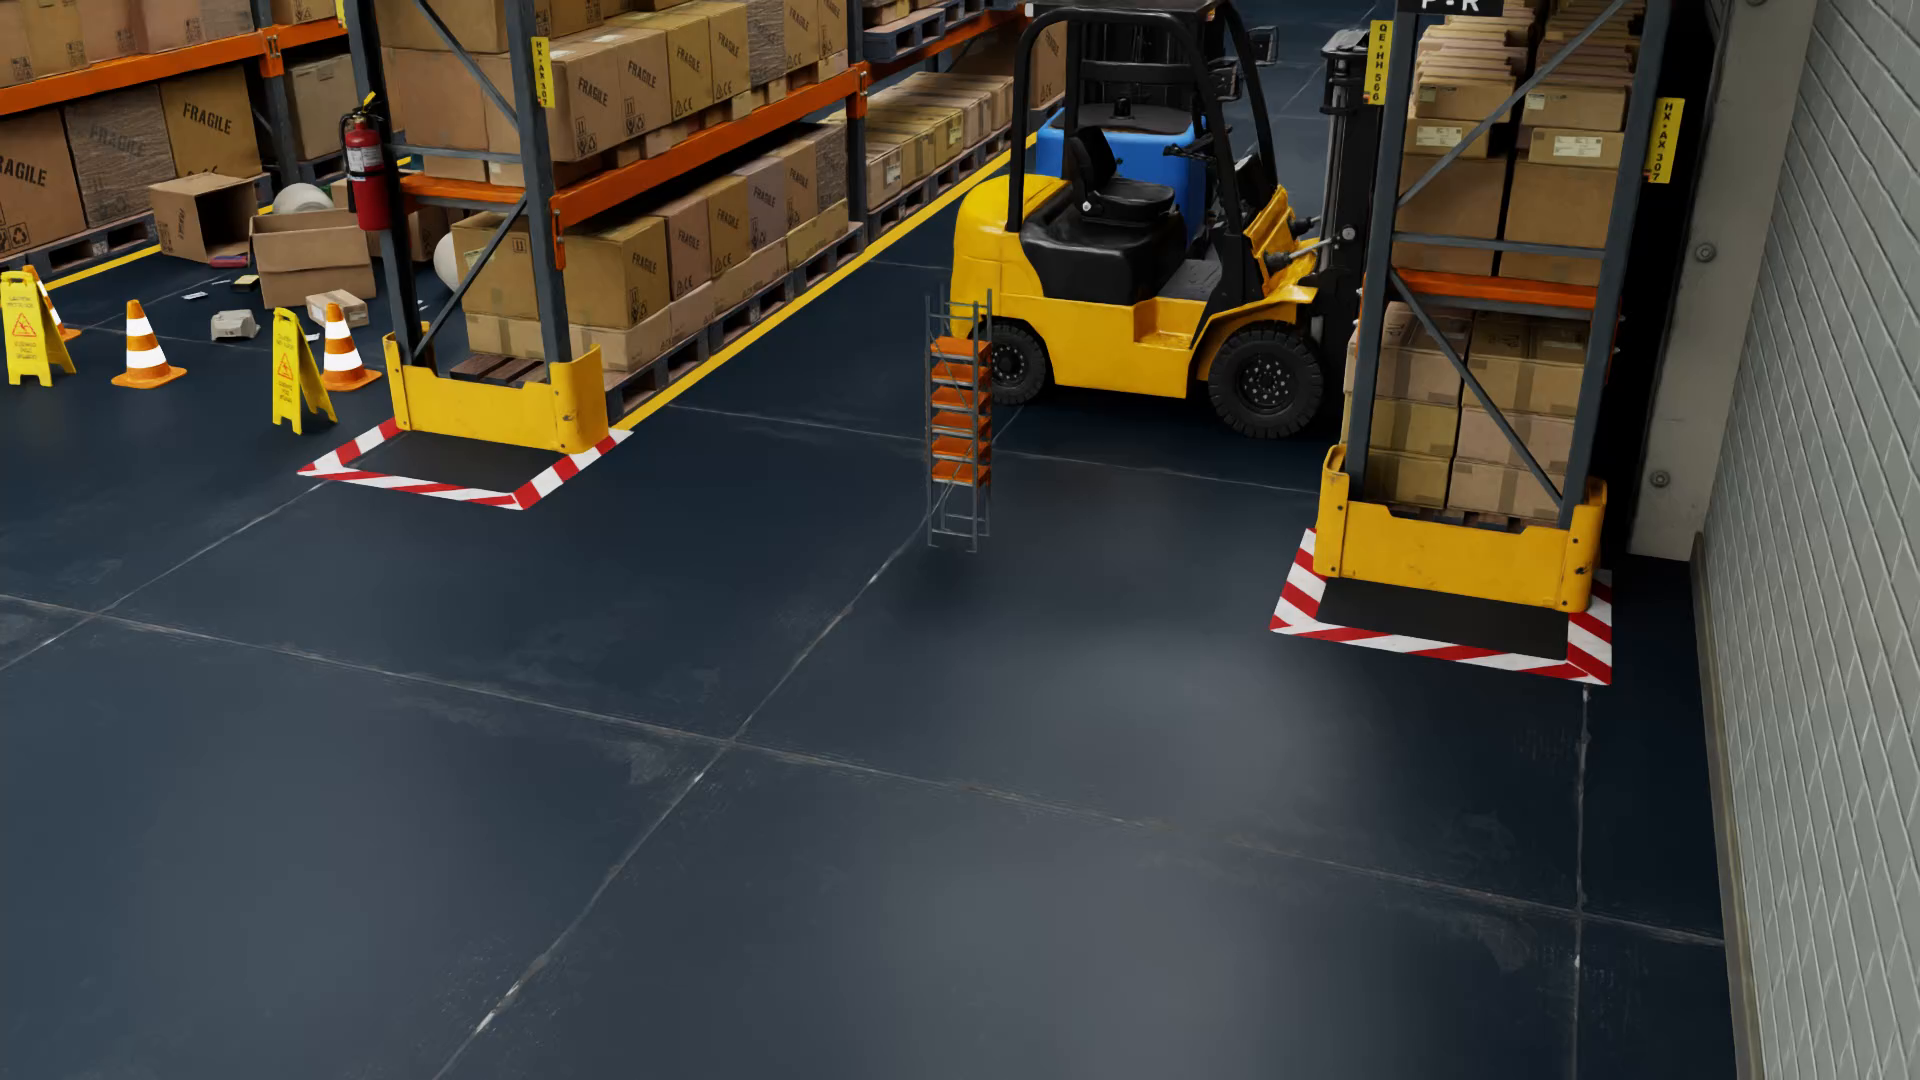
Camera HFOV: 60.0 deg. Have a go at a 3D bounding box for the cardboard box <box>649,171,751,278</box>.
[{"bbox_3d":[-1.616,-1.924,10.095,0.500,0.500,0.500,9,27,18],"label":"cardboard box"}]

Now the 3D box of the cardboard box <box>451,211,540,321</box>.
[{"bbox_3d":[-2.477,-1.569,9.362,0.500,0.500,0.500,9,27,18],"label":"cardboard box"}]

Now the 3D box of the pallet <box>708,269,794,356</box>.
[{"bbox_3d":[-1.761,-1.518,10.643,1.003,0.211,1.213,9,27,17],"label":"pallet"}]

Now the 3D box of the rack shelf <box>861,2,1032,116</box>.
[{"bbox_3d":[-0.501,-4.055,13.509,1.077,0.370,4.000,9,27,17],"label":"rack shelf"}]

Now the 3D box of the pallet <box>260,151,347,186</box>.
[{"bbox_3d":[-5.682,-3.306,14.337,1.003,0.211,1.213,9,27,17],"label":"pallet"}]

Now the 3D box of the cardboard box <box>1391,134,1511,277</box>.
[{"bbox_3d":[2.101,-1.480,7.251,0.500,0.500,0.500,8,27,16],"label":"cardboard box"}]

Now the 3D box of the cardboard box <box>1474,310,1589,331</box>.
[{"bbox_3d":[2.686,-0.973,7.842,0.500,0.250,0.500,9,27,18],"label":"cardboard box"}]

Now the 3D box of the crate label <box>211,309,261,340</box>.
[{"bbox_3d":[-4.527,-1.342,10.365,0.250,0.136,0.298,-5,26,-9],"label":"crate label"}]

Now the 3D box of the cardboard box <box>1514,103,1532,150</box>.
[{"bbox_3d":[2.564,-1.745,7.052,0.380,0.149,0.250,9,27,17],"label":"cardboard box"}]

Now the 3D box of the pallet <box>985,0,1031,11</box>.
[{"bbox_3d":[0.028,-4.806,14.455,1.213,0.211,1.003,9,27,17],"label":"pallet"}]

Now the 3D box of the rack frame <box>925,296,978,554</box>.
[{"bbox_3d":[-0.035,-0.496,7.399,0.240,1.200,0.006,9,27,17],"label":"rack frame"}]

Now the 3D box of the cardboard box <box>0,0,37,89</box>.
[{"bbox_3d":[-6.651,-3.257,10.863,0.875,0.550,0.550,9,27,17],"label":"cardboard box"}]

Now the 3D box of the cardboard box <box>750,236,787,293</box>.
[{"bbox_3d":[-1.451,-1.798,10.695,0.500,0.250,0.500,9,27,18],"label":"cardboard box"}]

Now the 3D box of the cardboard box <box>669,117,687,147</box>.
[{"bbox_3d":[-1.771,-2.322,9.392,0.380,0.149,0.250,9,27,19],"label":"cardboard box"}]

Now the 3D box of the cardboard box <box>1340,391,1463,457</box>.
[{"bbox_3d":[2.052,-0.617,7.682,0.500,0.250,0.500,8,27,17],"label":"cardboard box"}]

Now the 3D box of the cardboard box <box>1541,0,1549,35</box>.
[{"bbox_3d":[3.778,-3.657,11.459,0.500,0.250,0.500,9,27,18],"label":"cardboard box"}]

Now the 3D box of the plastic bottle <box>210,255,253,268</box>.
[{"bbox_3d":[-5.125,-1.965,11.738,0.283,0.061,0.133,0,26,-1],"label":"plastic bottle"}]

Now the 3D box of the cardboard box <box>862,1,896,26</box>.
[{"bbox_3d":[-0.684,-3.814,11.993,0.380,0.149,0.250,9,27,18],"label":"cardboard box"}]

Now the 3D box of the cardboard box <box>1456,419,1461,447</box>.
[{"bbox_3d":[2.218,-0.588,8.197,0.500,0.250,0.500,9,27,17],"label":"cardboard box"}]

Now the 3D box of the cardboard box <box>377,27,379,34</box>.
[{"bbox_3d":[-5.112,-4.457,15.612,1.050,0.750,0.750,9,27,18],"label":"cardboard box"}]

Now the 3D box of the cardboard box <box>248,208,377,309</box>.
[{"bbox_3d":[-4.300,-1.879,11.053,0.797,0.503,0.637,-9,27,-18],"label":"cardboard box"}]

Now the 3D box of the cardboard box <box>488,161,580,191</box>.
[{"bbox_3d":[-2.189,-1.910,8.541,0.380,0.149,0.250,9,27,18],"label":"cardboard box"}]

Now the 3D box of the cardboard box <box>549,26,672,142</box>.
[{"bbox_3d":[-1.909,-2.460,8.933,0.500,0.500,0.500,10,27,19],"label":"cardboard box"}]

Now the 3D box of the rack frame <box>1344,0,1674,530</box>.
[{"bbox_3d":[2.185,-1.195,6.776,1.000,3.000,0.127,9,27,17],"label":"rack frame"}]

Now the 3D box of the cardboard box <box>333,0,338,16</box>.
[{"bbox_3d":[-5.272,-4.663,13.824,0.500,0.500,0.500,9,27,18],"label":"cardboard box"}]

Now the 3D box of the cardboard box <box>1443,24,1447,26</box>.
[{"bbox_3d":[2.865,-2.775,9.179,0.380,0.149,0.250,9,27,19],"label":"cardboard box"}]

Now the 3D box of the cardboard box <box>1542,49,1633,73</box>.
[{"bbox_3d":[2.788,-2.086,7.415,0.380,0.149,0.250,9,27,18],"label":"cardboard box"}]

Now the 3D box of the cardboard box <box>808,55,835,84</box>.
[{"bbox_3d":[-1.062,-3.164,11.132,0.380,0.149,0.250,9,27,19],"label":"cardboard box"}]

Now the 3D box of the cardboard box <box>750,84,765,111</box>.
[{"bbox_3d":[-1.434,-2.749,10.274,0.380,0.149,0.250,8,27,17],"label":"cardboard box"}]

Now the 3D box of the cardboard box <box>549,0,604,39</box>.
[{"bbox_3d":[-2.358,-2.991,8.882,0.700,0.500,0.500,9,27,18],"label":"cardboard box"}]

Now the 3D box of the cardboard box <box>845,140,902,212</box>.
[{"bbox_3d":[-0.994,-2.779,12.582,0.950,0.372,0.625,9,27,18],"label":"cardboard box"}]

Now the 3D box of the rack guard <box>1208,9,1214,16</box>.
[{"bbox_3d":[2.835,-7.373,22.405,1.175,0.500,0.348,9,27,17],"label":"rack guard"}]

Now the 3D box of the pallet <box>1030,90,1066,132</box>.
[{"bbox_3d":[0.498,-4.259,16.304,1.003,0.211,1.213,9,27,17],"label":"pallet"}]

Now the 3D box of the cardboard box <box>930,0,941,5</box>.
[{"bbox_3d":[-0.362,-4.244,12.880,0.380,0.149,0.250,9,27,18],"label":"cardboard box"}]

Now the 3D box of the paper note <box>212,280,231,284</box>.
[{"bbox_3d":[-5.058,-1.766,11.385,0.123,0.001,0.032,-20,33,-36],"label":"paper note"}]

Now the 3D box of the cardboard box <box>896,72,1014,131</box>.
[{"bbox_3d":[-0.033,-3.977,15.054,0.950,0.372,0.625,7,27,14],"label":"cardboard box"}]

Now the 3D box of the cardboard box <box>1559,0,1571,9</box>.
[{"bbox_3d":[3.497,-2.927,9.153,0.380,0.149,0.250,8,27,17],"label":"cardboard box"}]

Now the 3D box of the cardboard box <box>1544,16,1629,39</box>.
[{"bbox_3d":[3.124,-2.514,8.299,0.380,0.149,0.250,10,27,19],"label":"cardboard box"}]

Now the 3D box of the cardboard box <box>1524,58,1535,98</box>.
[{"bbox_3d":[2.797,-2.315,8.974,0.500,0.500,0.500,8,27,17],"label":"cardboard box"}]

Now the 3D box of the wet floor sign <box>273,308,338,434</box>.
[{"bbox_3d":[-3.570,-0.931,8.932,0.267,0.644,0.232,20,32,35],"label":"wet floor sign"}]

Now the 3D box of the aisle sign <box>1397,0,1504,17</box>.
[{"bbox_3d":[1.886,-2.381,6.242,0.394,0.787,0.004,9,27,17],"label":"aisle sign"}]

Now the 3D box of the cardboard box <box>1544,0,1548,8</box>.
[{"bbox_3d":[3.620,-3.550,10.781,0.380,0.149,0.250,9,27,17],"label":"cardboard box"}]

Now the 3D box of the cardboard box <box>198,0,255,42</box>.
[{"bbox_3d":[-5.979,-4.148,12.702,0.875,0.550,0.550,9,27,17],"label":"cardboard box"}]

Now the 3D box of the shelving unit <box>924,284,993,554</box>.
[{"bbox_3d":[-0.005,-0.534,7.476,0.258,1.200,0.189,9,27,17],"label":"shelving unit"}]

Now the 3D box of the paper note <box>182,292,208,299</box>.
[{"bbox_3d":[-5.090,-1.634,11.091,0.144,0.017,0.142,20,32,35],"label":"paper note"}]

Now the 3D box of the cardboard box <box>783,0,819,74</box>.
[{"bbox_3d":[-1.244,-3.305,10.678,0.500,0.500,0.500,10,27,19],"label":"cardboard box"}]

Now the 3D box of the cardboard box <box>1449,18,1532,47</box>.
[{"bbox_3d":[2.610,-2.475,8.219,0.380,0.149,0.250,9,27,18],"label":"cardboard box"}]

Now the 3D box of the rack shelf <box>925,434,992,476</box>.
[{"bbox_3d":[-0.005,-0.386,7.548,0.258,0.103,0.180,9,27,17],"label":"rack shelf"}]

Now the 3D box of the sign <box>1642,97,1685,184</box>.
[{"bbox_3d":[2.706,-1.537,6.399,0.100,0.325,0.005,9,27,17],"label":"sign"}]

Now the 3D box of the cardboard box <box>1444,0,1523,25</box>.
[{"bbox_3d":[2.869,-2.904,9.106,0.380,0.149,0.250,9,27,19],"label":"cardboard box"}]

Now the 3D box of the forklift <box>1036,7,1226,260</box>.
[{"bbox_3d":[1.349,-3.587,11.795,1.130,2.935,3.031,6,27,13],"label":"forklift"}]

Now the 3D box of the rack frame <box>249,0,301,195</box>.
[{"bbox_3d":[-5.868,-4.233,13.052,1.000,3.000,0.127,9,27,17],"label":"rack frame"}]

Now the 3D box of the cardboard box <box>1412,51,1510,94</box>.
[{"bbox_3d":[2.220,-2.061,7.364,0.380,0.149,0.250,9,27,19],"label":"cardboard box"}]
